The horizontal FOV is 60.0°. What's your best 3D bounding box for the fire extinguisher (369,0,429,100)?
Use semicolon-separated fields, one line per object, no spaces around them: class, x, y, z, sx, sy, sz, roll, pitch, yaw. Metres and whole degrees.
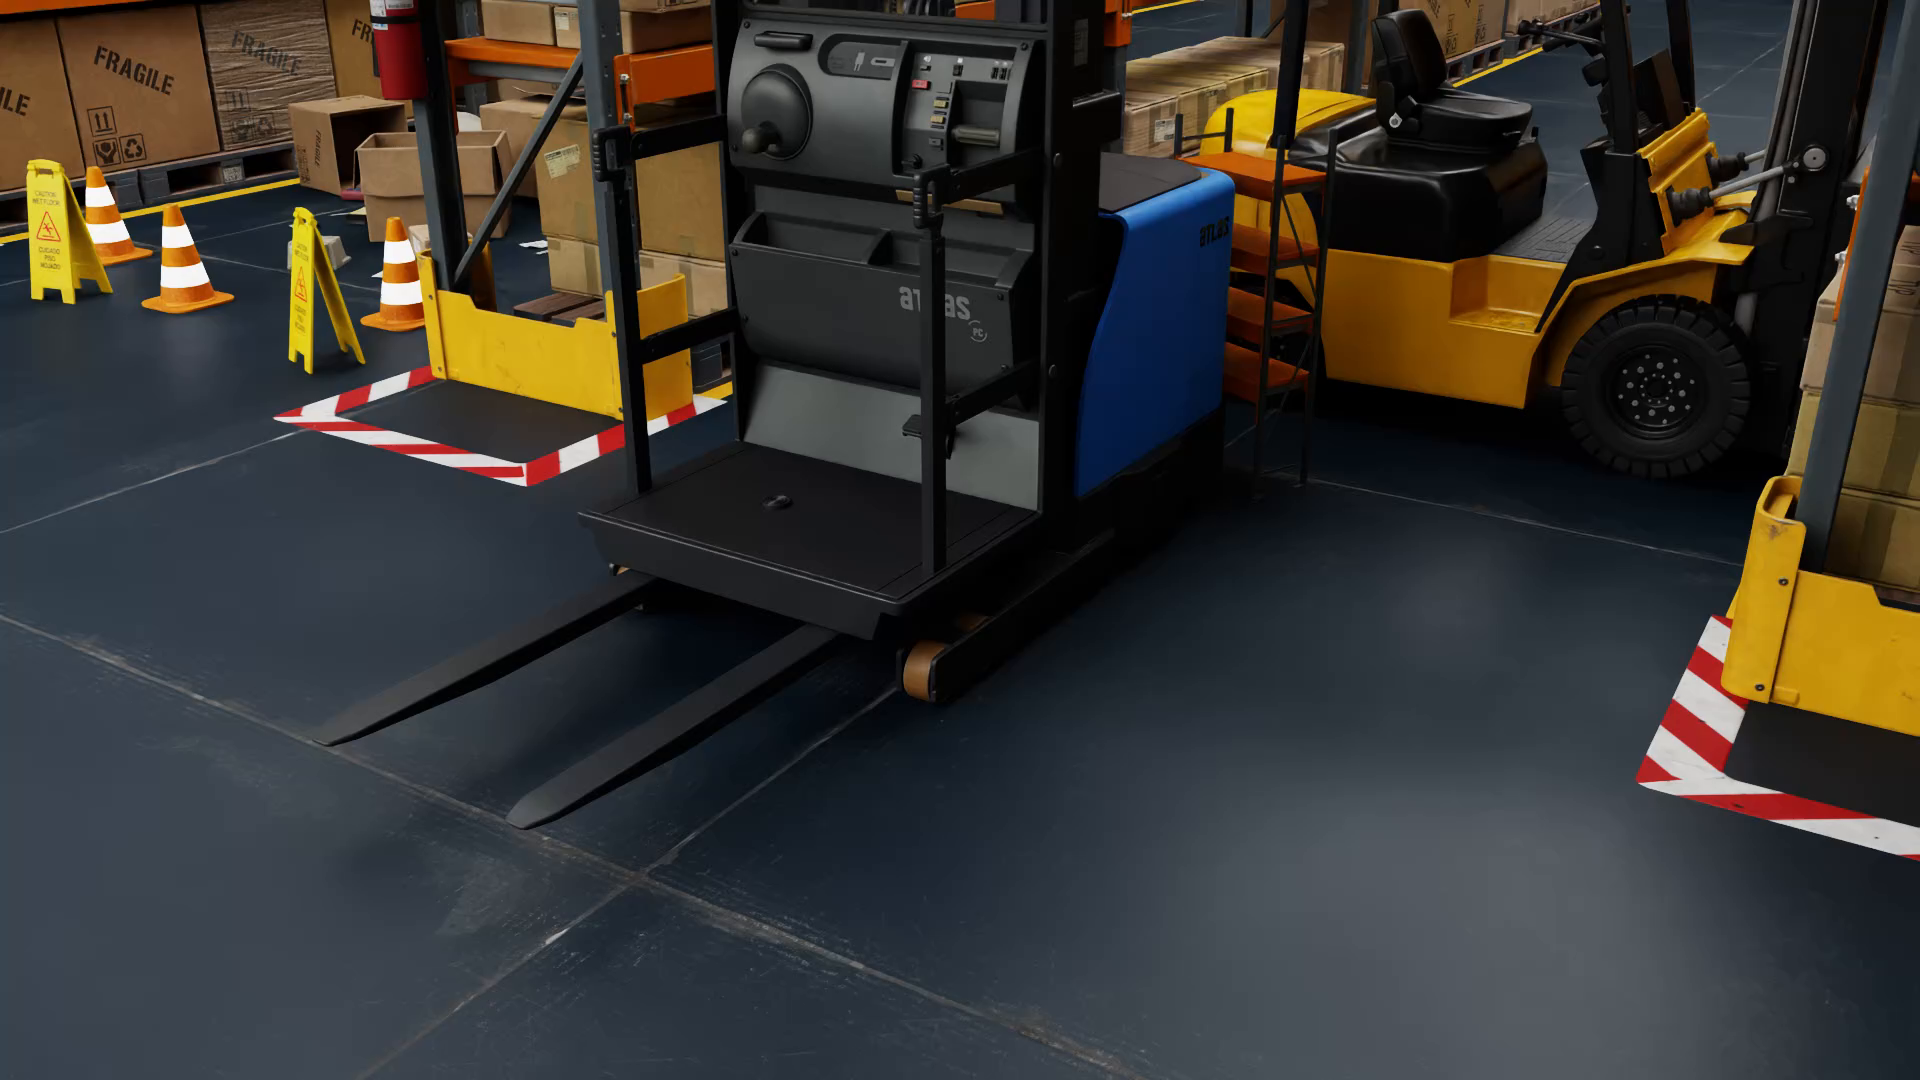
fire extinguisher;-2.097;-1.987;6.161;0.296;0.674;0.183;14;27;29

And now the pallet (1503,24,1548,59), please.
pallet;5.152;-4.975;16.476;1.003;0.211;1.213;14;27;29

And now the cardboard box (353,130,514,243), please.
cardboard box;-2.870;-1.942;9.102;0.797;0.503;0.637;-3;24;-7

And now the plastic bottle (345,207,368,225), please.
plastic bottle;-3.355;-1.848;9.442;0.133;0.061;0.283;5;24;11

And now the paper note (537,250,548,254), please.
paper note;-2.176;-1.518;8.744;0.032;0.001;0.123;14;27;29

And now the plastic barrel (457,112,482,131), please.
plastic barrel;-3.089;-2.431;10.332;0.421;0.421;0.512;-7;24;-17

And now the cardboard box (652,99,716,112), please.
cardboard box;-1.172;-1.741;7.485;0.500;0.500;0.500;15;28;31

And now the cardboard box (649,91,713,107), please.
cardboard box;-1.308;-2.000;7.266;0.380;0.149;0.250;15;27;30

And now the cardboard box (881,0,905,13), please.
cardboard box;-0.427;-2.436;7.417;0.380;0.149;0.250;13;27;28

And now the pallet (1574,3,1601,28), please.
pallet;6.439;-5.798;18.378;1.003;0.211;1.213;14;27;29

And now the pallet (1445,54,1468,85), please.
pallet;3.699;-4.045;14.328;1.003;0.211;1.213;14;27;29

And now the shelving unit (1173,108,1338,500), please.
shelving unit;0.946;-0.793;5.571;0.258;1.200;0.503;-14;27;-30

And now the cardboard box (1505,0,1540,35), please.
cardboard box;5.107;-5.221;16.230;0.875;0.438;0.875;13;27;28

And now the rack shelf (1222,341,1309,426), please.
rack shelf;0.946;-0.549;5.677;0.258;0.148;0.480;-14;27;-30

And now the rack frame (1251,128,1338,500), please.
rack frame;1.078;-0.711;5.383;0.240;1.200;0.015;-14;27;-30

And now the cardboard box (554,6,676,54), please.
cardboard box;-1.290;-1.920;6.226;0.380;0.149;0.250;14;27;29

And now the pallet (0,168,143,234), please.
pallet;-5.549;-1.974;9.544;1.003;0.211;1.213;14;27;29

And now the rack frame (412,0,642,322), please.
rack frame;-1.645;-1.964;6.011;1.000;3.000;0.127;14;27;29

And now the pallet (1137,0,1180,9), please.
pallet;2.037;-6.795;20.682;1.003;0.211;1.213;14;27;29

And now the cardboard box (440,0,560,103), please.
cardboard box;-3.543;-3.706;12.338;1.050;0.750;0.750;14;27;29

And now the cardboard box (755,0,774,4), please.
cardboard box;-0.960;-2.081;6.597;0.380;0.149;0.250;13;27;27

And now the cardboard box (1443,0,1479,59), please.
cardboard box;3.956;-4.699;14.476;0.875;0.875;0.875;15;27;30

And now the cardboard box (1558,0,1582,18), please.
cardboard box;6.056;-5.827;17.631;0.875;0.438;0.875;15;27;30

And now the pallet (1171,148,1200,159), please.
pallet;0.874;-2.298;10.292;1.003;0.211;1.213;14;27;29

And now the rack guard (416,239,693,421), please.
rack guard;-1.605;-0.843;6.567;1.175;0.500;0.348;14;27;29

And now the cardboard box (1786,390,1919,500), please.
cardboard box;2.565;-0.315;4.506;0.500;0.250;0.500;13;27;28

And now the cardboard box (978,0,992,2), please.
cardboard box;0.021;-2.683;7.988;0.380;0.149;0.250;13;27;28

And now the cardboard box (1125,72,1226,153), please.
cardboard box;1.116;-2.722;10.541;0.950;0.372;0.625;16;28;32

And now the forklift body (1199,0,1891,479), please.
forklift body;2.024;-1.558;6.142;2.313;2.155;1.214;14;27;29

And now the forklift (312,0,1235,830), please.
forklift;-0.338;-1.137;4.187;1.130;2.935;3.031;14;27;30

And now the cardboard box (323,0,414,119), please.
cardboard box;-4.185;-3.337;11.330;0.875;0.875;0.875;14;27;30

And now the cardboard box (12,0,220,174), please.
cardboard box;-5.140;-2.725;9.915;0.875;0.875;0.875;13;27;28

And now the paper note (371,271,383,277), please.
paper note;-2.838;-1.338;8.302;0.148;0.019;0.142;5;24;11

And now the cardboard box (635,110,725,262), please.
cardboard box;-0.973;-1.462;6.839;0.500;0.500;0.500;13;27;27

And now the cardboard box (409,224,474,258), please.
cardboard box;-2.670;-1.521;8.577;0.250;0.149;0.380;-12;26;-26

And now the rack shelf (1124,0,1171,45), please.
rack shelf;1.520;-3.659;10.832;1.077;0.370;4.000;14;27;29

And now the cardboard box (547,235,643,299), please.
cardboard box;-1.435;-1.232;7.253;0.500;0.250;0.500;14;27;29

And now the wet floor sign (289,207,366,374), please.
wet floor sign;-2.655;-1.044;6.849;0.232;0.644;0.267;-17;29;-35

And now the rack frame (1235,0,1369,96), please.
rack frame;2.575;-4.664;12.249;1.000;3.000;0.127;14;27;29

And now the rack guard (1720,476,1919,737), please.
rack guard;2.561;0.230;4.089;1.175;0.500;0.348;14;27;29

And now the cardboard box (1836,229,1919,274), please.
cardboard box;2.816;-0.709;4.787;0.500;0.250;0.500;14;27;30

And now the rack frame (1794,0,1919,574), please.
rack frame;2.574;-0.925;3.612;1.000;3.000;0.127;14;27;29

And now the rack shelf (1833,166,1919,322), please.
rack shelf;3.629;-1.270;5.314;1.077;0.370;4.000;14;27;29

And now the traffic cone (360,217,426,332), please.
traffic cone;-2.514;-1.215;7.475;0.336;0.463;0.334;14;27;29

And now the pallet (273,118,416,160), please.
pallet;-4.262;-2.797;11.446;1.003;0.211;1.213;14;27;29

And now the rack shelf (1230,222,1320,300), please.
rack shelf;0.946;-0.936;5.509;0.258;0.148;0.480;-14;27;-30

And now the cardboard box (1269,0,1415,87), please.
cardboard box;3.010;-4.098;13.086;0.875;0.875;0.875;14;27;28

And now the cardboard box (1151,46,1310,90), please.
cardboard box;1.886;-3.212;11.672;0.950;0.372;0.625;13;27;28
